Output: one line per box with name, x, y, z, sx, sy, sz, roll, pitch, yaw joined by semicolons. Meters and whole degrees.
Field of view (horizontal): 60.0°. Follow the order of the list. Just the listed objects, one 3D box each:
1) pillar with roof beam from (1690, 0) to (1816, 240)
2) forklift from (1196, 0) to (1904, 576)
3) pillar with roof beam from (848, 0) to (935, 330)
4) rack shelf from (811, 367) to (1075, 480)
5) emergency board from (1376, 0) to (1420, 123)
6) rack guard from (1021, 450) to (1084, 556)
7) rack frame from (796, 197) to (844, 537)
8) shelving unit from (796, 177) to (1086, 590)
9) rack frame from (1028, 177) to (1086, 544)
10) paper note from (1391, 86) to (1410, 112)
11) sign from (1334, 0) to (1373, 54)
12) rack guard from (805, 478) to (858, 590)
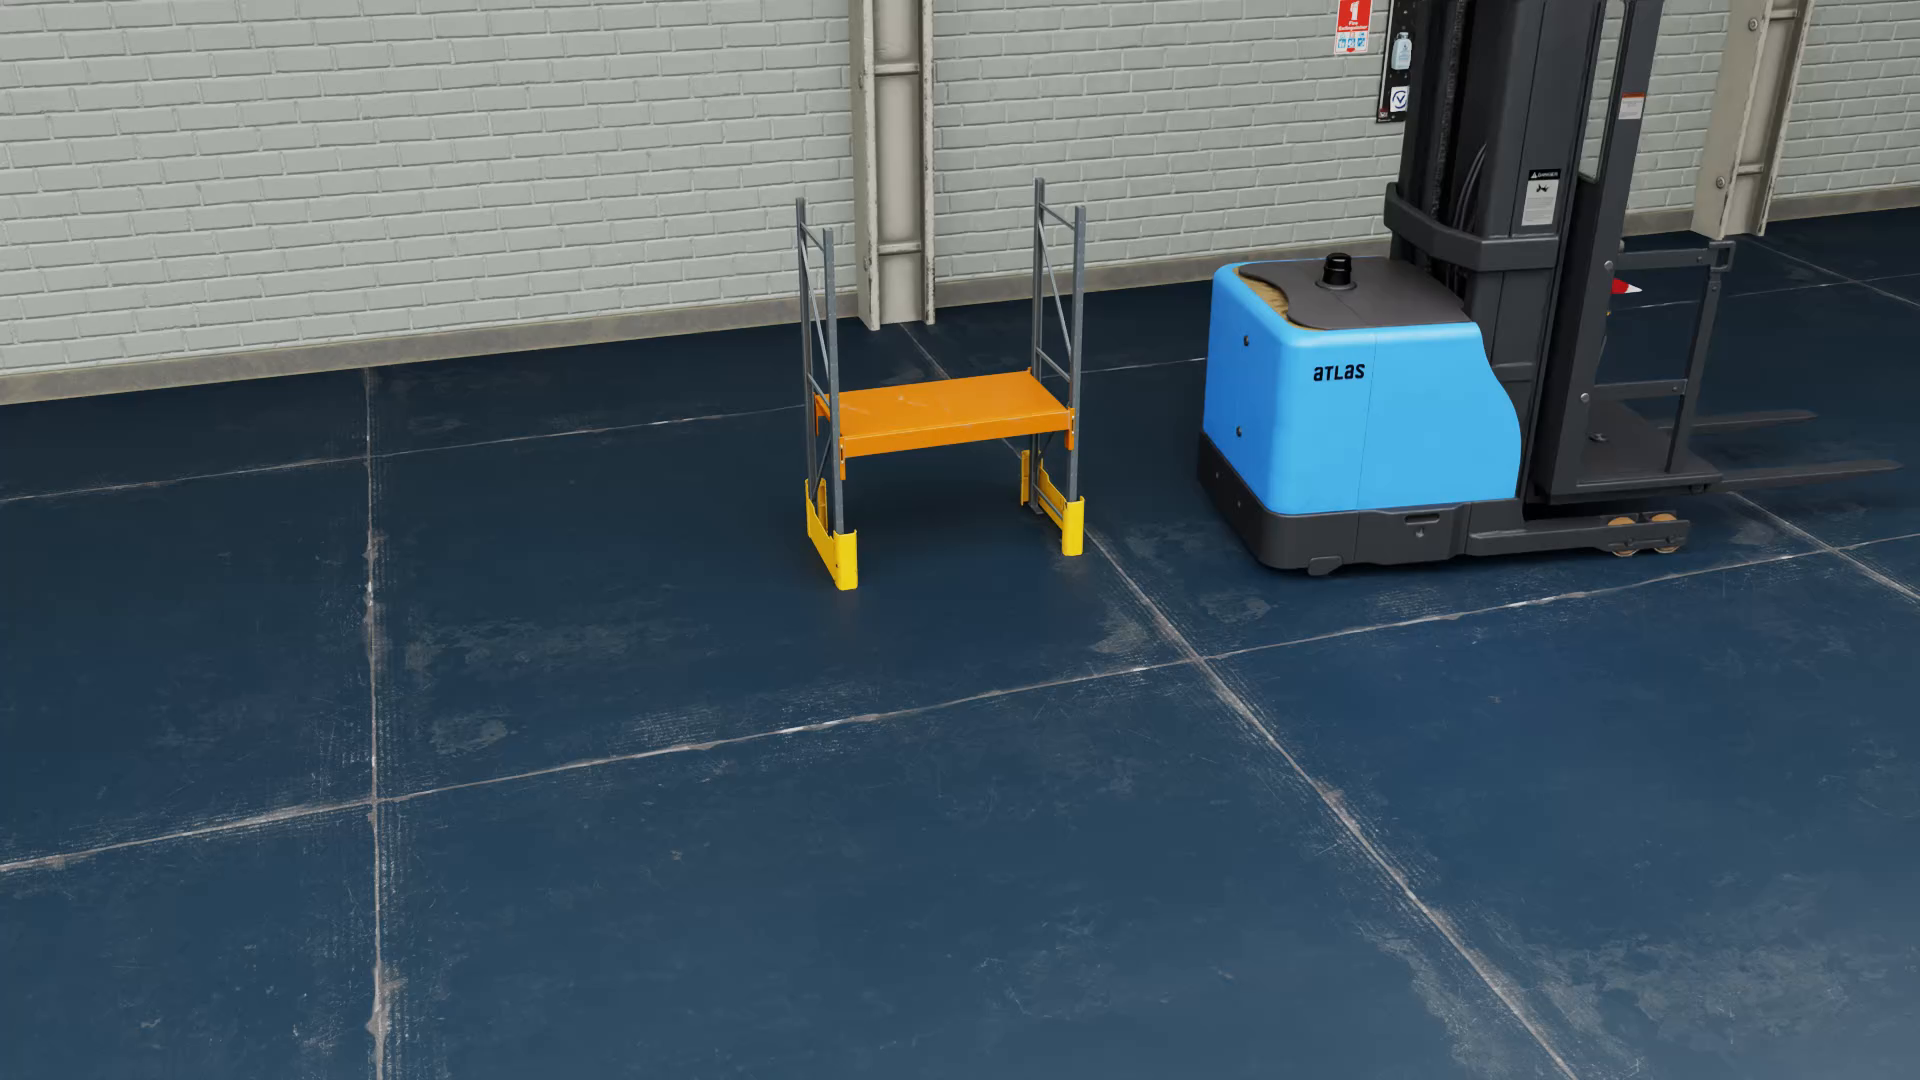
pillar with roof beam;6.658;-4.353;5.898;0.400;9.000;9.100;-8;28;-16
forklift;2.658;-1.468;6.910;3.031;2.935;1.130;-5;27;-9
pillar with roof beam;0.953;-3.527;4.234;0.400;9.000;9.100;-8;28;-16
rack shelf;-0.081;-0.499;6.973;1.000;0.185;0.538;-8;28;-16
emergency board;2.963;-3.162;10.246;0.643;1.169;0.194;-8;28;-16
rack guard;0.401;-0.170;7.311;0.087;0.250;0.587;-8;28;-16
rack frame;-0.564;-0.590;6.752;0.032;1.500;0.500;-8;28;-16
shelving unit;-0.072;-0.661;6.895;1.083;1.500;0.587;-8;28;-16
rack frame;0.402;-0.730;7.034;0.032;1.500;0.500;-8;28;-16
paper note;2.773;-2.772;10.451;0.142;0.148;0.016;-8;28;-16
sign;2.405;-3.145;10.172;0.234;0.329;0.001;-8;28;-16
rack guard;-0.546;-0.033;7.035;0.087;0.250;0.587;-8;28;-16
